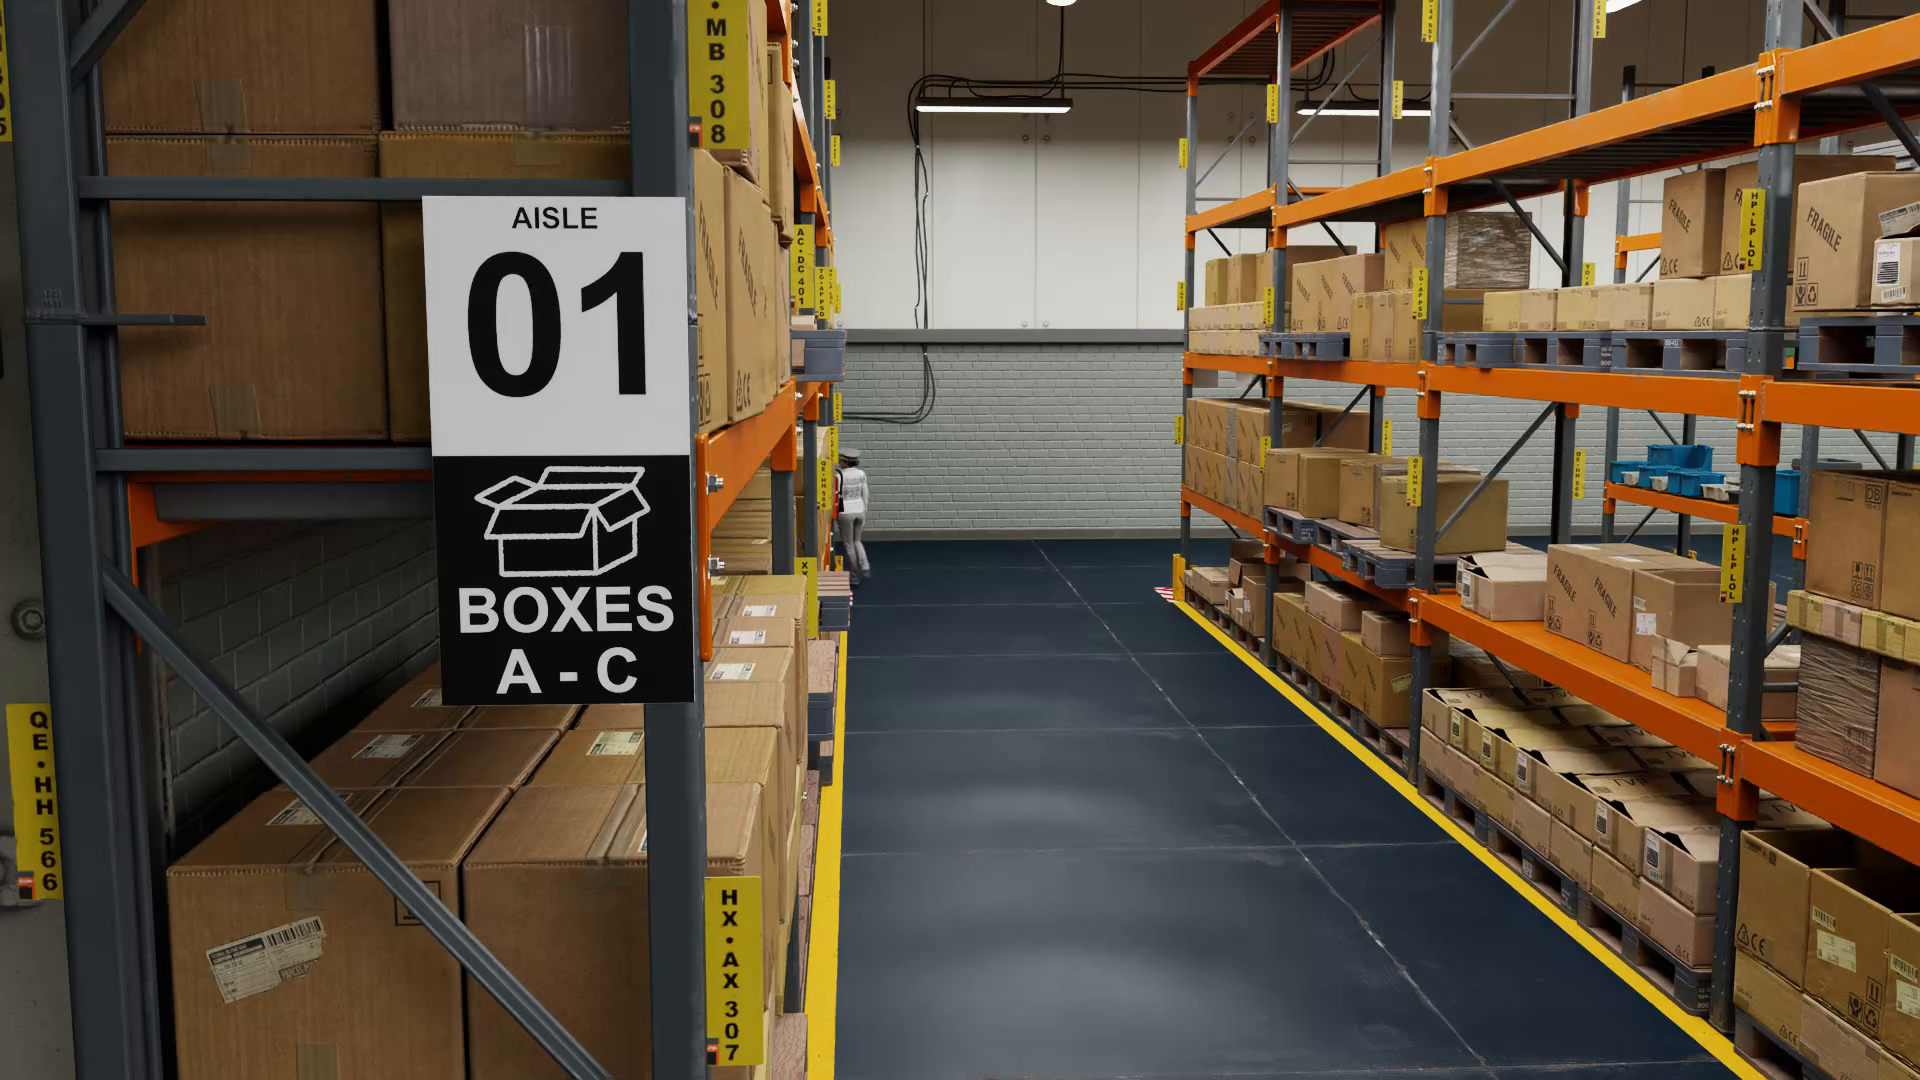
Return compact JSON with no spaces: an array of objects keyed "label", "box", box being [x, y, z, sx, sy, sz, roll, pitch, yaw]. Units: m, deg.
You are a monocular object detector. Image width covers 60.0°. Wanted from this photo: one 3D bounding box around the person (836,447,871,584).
[{"label":"person","box":[-1.304,-0.279,19.904,0.542,1.668,0.504,-7,10,-43]}]
